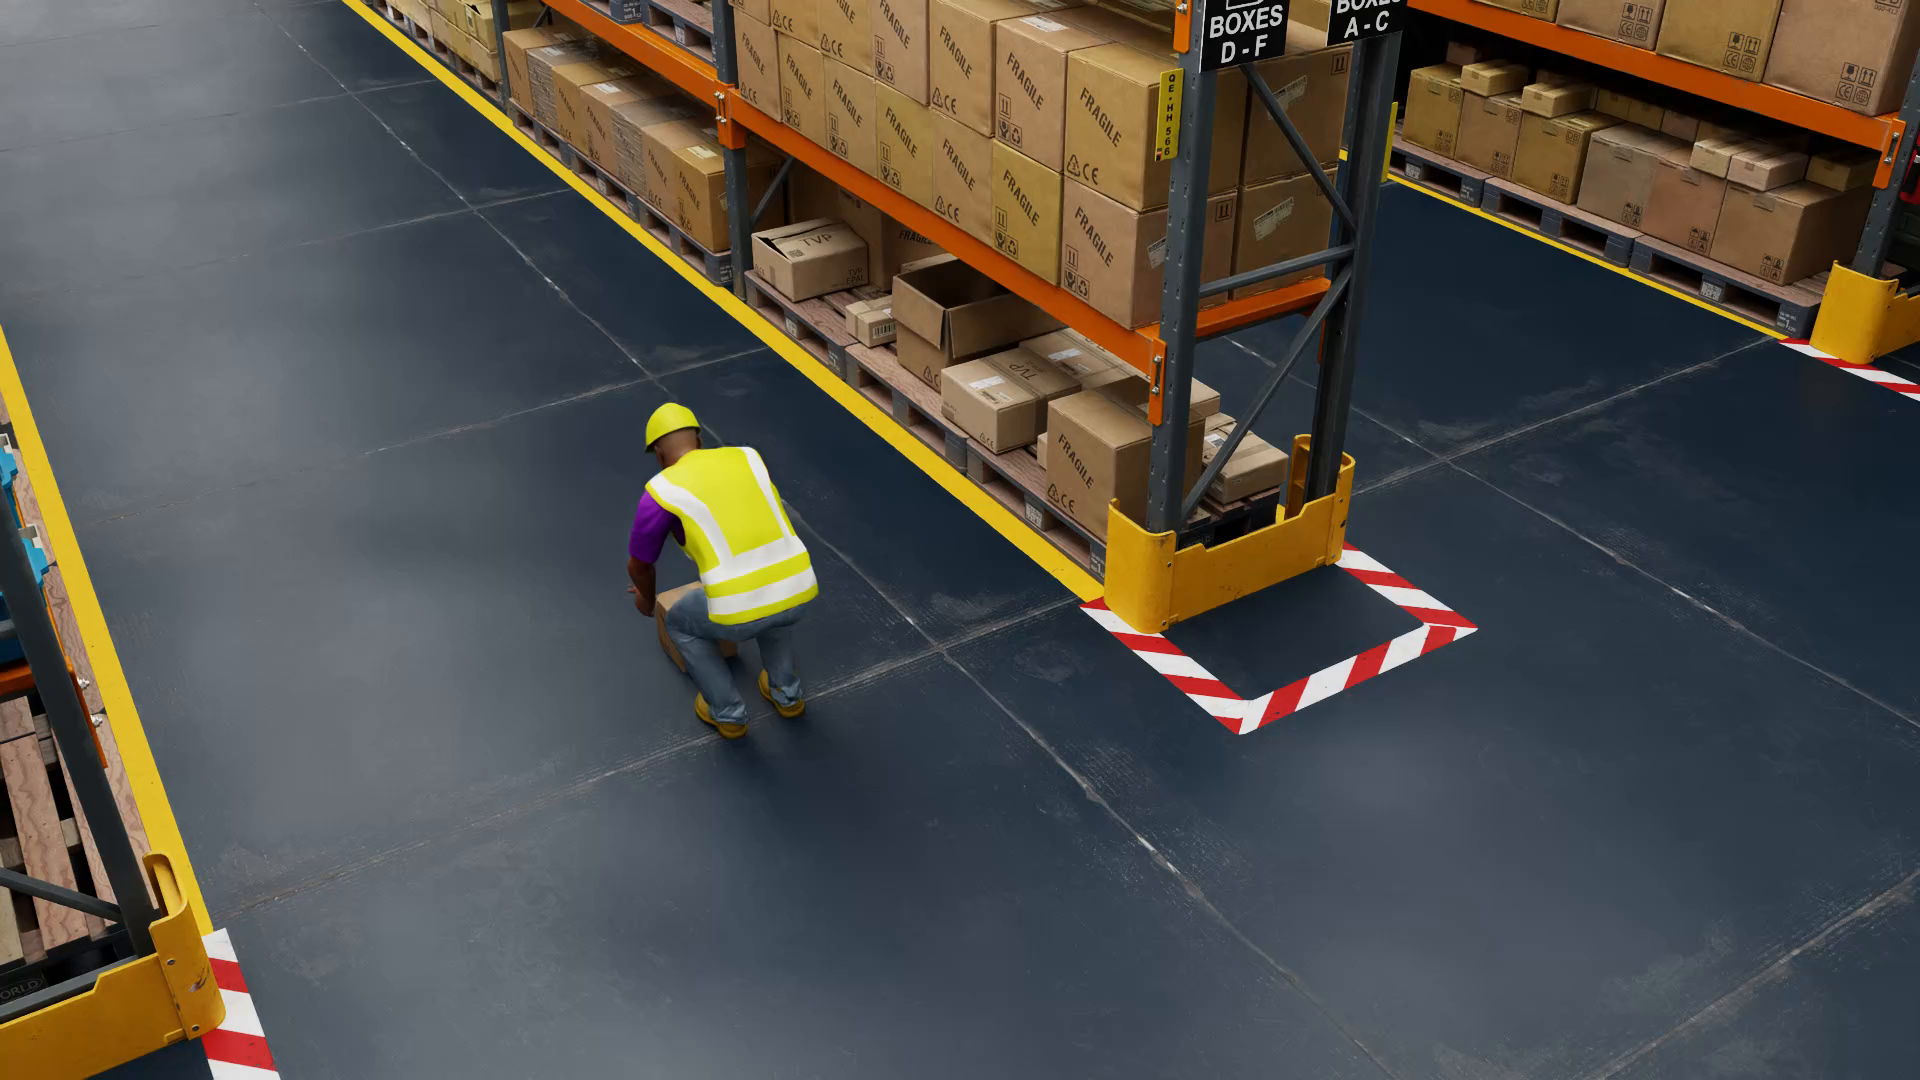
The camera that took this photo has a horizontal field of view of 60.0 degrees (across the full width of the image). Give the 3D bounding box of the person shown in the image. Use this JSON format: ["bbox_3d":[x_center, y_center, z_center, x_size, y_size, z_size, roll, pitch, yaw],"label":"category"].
[{"bbox_3d":[-0.924,0.140,6.403,0.622,1.224,0.838,-19,37,-27],"label":"person"}]
